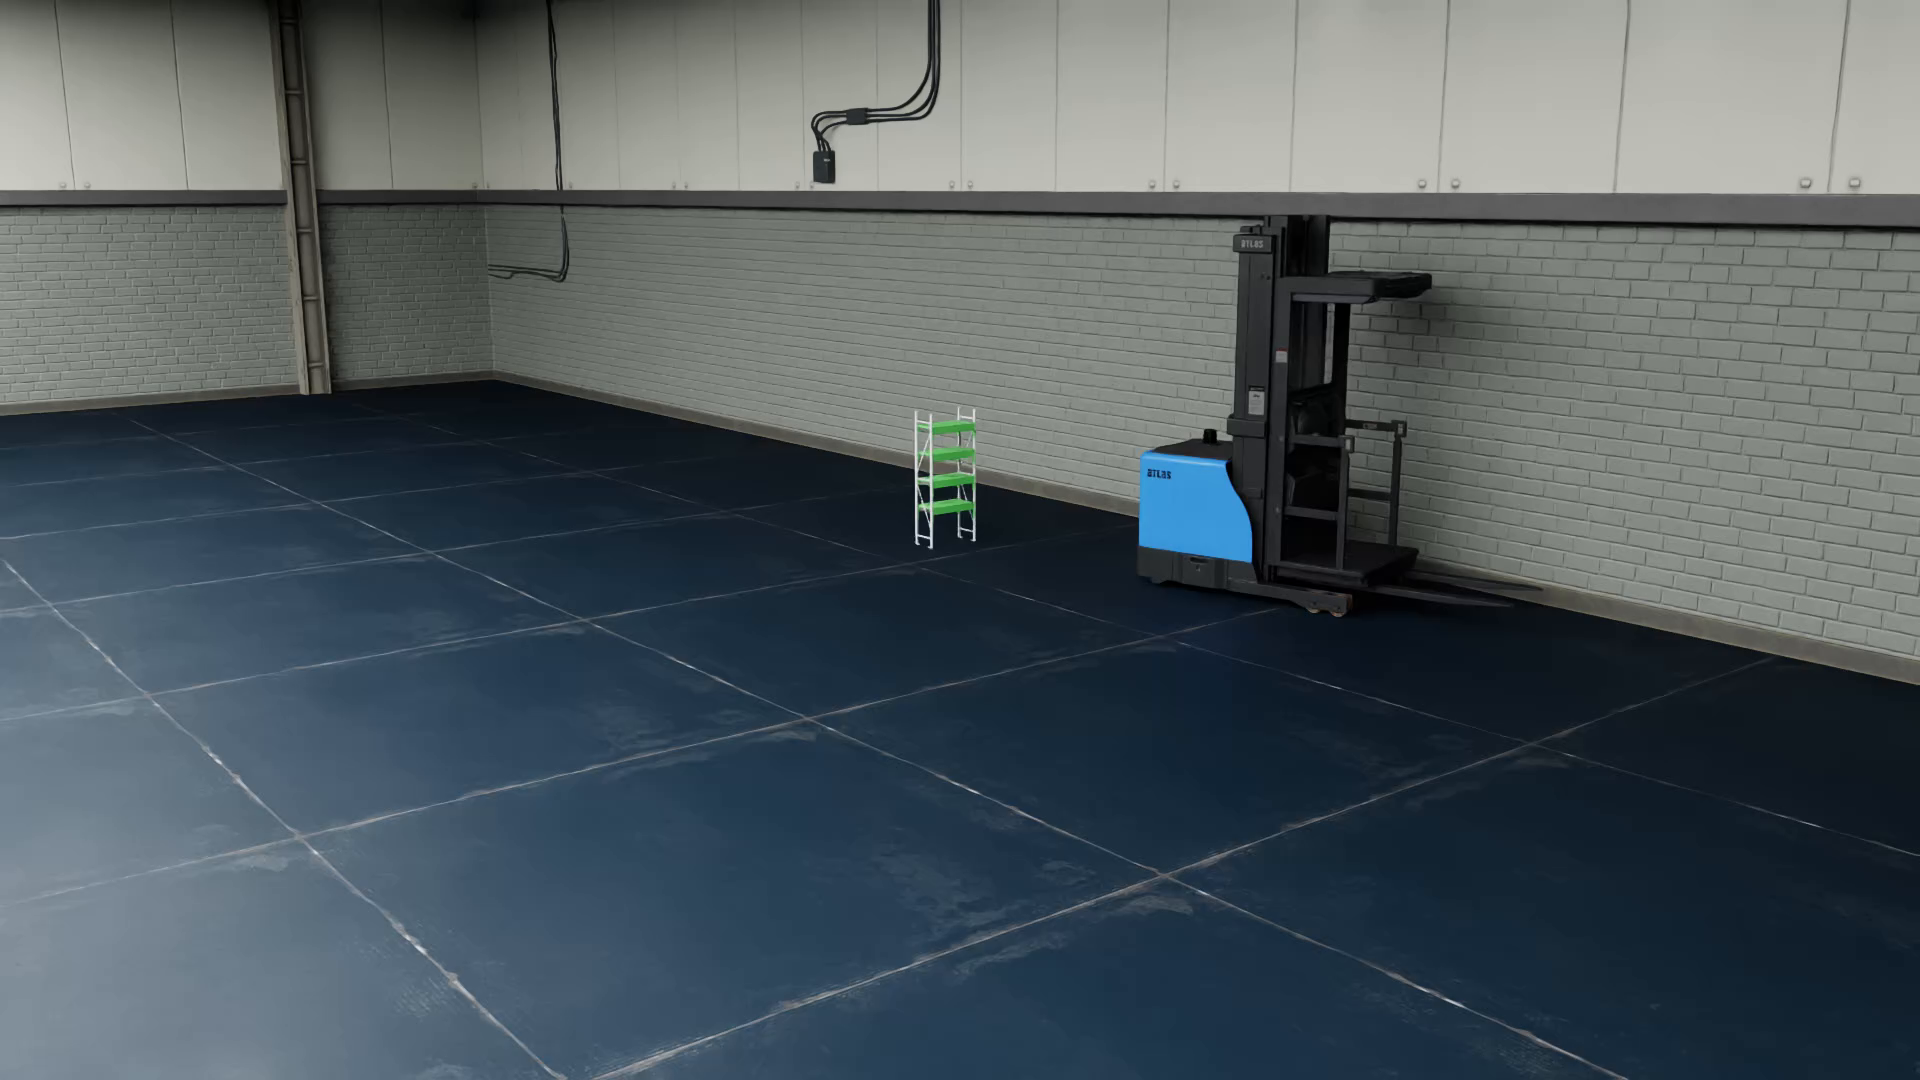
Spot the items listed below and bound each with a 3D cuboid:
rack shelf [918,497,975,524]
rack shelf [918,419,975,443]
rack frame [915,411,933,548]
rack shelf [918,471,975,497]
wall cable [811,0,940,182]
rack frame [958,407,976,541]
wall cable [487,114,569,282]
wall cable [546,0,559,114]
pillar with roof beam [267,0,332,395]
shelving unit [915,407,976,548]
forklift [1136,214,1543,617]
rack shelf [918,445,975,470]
[{"bbox_3d":[-0.129,-0.268,14.966,0.480,0.148,0.258,-9,15,-38],"label":"rack shelf"},{"bbox_3d":[-0.129,-0.972,14.817,0.480,0.148,0.258,-9,15,-38],"label":"rack shelf"},{"bbox_3d":[-0.320,-0.534,14.754,0.015,1.200,0.240,-9,15,-38],"label":"rack frame"},{"bbox_3d":[-0.129,-0.503,14.916,0.480,0.148,0.258,-9,15,-38],"label":"rack shelf"},{"bbox_3d":[-0.979,-6.973,18.116,0.169,6.003,2.305,-9,15,-38],"label":"wall cable"},{"bbox_3d":[0.061,-0.597,15.052,0.015,1.200,0.240,-9,15,-38],"label":"rack frame"},{"bbox_3d":[-6.898,-5.332,26.052,0.112,2.526,3.097,-9,15,-38],"label":"wall cable"},{"bbox_3d":[-5.208,-7.364,23.461,0.112,2.526,3.097,-9,15,-38],"label":"wall cable"},{"bbox_3d":[-7.335,-5.985,21.651,0.400,9.000,9.100,-9,15,-38],"label":"pillar with roof beam"},{"bbox_3d":[-0.129,-0.565,14.903,0.503,1.200,0.258,-9,15,-38],"label":"shelving unit"},{"bbox_3d":[2.914,-0.984,12.706,3.031,2.935,1.130,9,15,36],"label":"forklift"},{"bbox_3d":[-0.129,-0.738,14.866,0.480,0.148,0.258,-9,15,-38],"label":"rack shelf"}]
